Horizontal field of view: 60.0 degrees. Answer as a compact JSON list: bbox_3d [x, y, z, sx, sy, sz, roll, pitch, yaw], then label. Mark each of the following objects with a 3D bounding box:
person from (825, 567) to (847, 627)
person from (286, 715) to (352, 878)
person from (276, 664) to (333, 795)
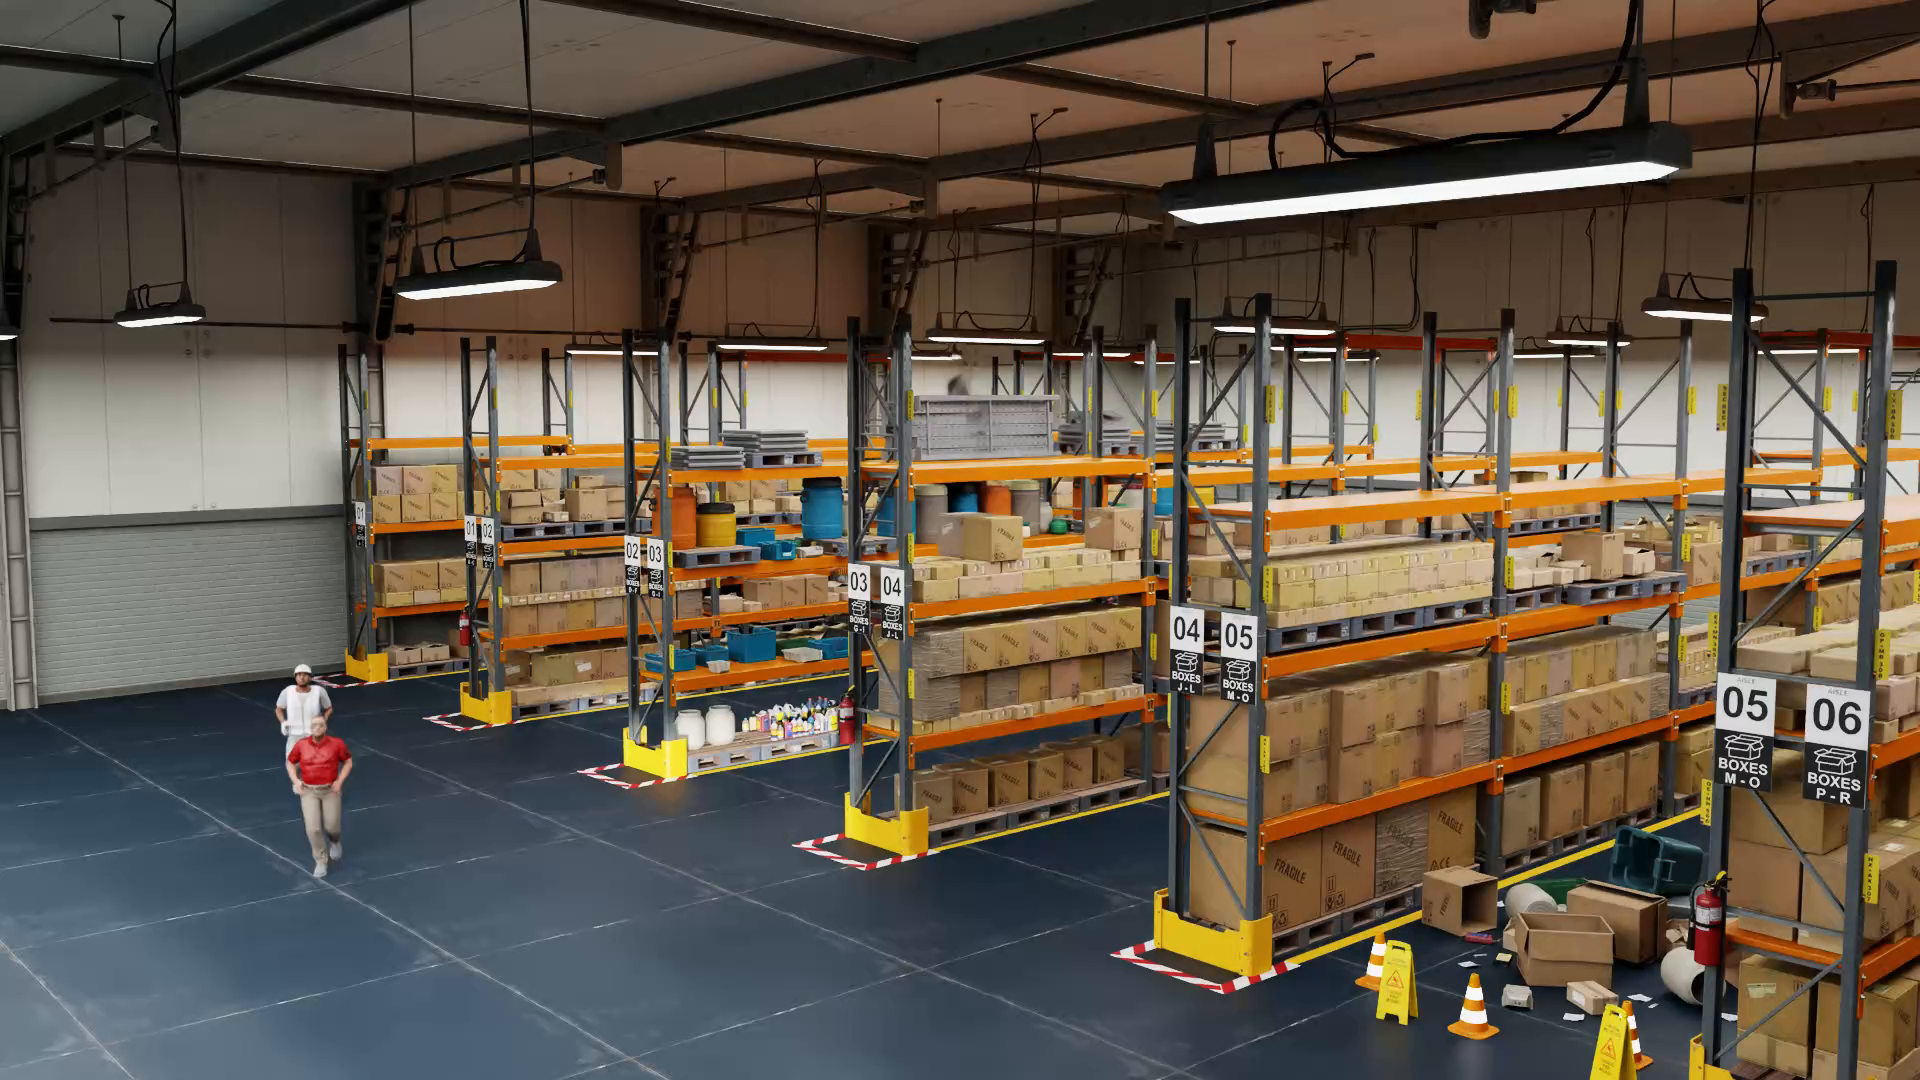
[{"bbox_3d":[-2.397,1.332,33.360,0.774,1.774,0.675,-4,6,-37],"label":"person"},{"bbox_3d":[-6.894,2.727,17.909,0.672,1.698,0.618,-2,5,-16],"label":"person"},{"bbox_3d":[-8.232,2.429,20.880,0.678,1.735,0.612,-2,5,-18],"label":"person"}]
